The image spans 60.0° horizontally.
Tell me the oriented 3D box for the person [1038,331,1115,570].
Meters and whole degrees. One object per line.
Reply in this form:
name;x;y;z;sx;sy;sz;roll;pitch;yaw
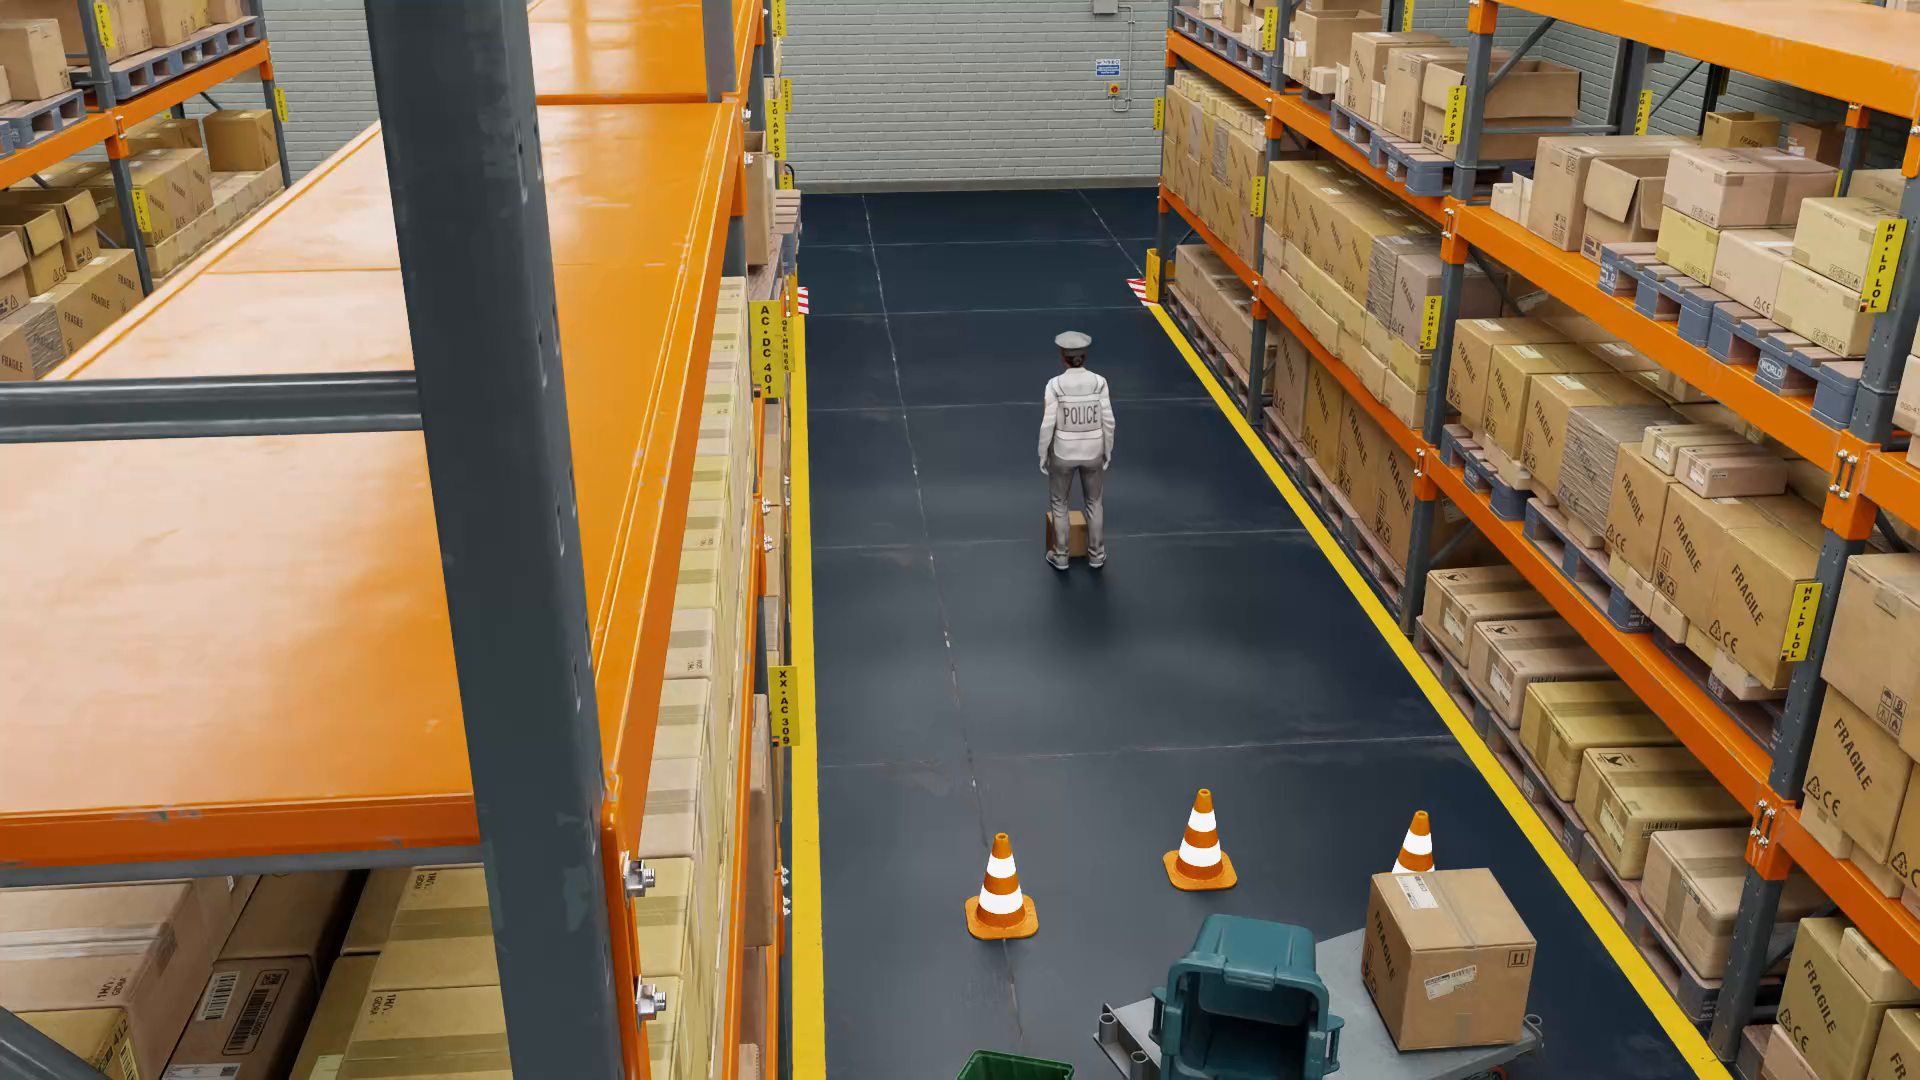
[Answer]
person;0.793;-0.589;11.429;0.531;1.662;0.375;-3;24;-8
